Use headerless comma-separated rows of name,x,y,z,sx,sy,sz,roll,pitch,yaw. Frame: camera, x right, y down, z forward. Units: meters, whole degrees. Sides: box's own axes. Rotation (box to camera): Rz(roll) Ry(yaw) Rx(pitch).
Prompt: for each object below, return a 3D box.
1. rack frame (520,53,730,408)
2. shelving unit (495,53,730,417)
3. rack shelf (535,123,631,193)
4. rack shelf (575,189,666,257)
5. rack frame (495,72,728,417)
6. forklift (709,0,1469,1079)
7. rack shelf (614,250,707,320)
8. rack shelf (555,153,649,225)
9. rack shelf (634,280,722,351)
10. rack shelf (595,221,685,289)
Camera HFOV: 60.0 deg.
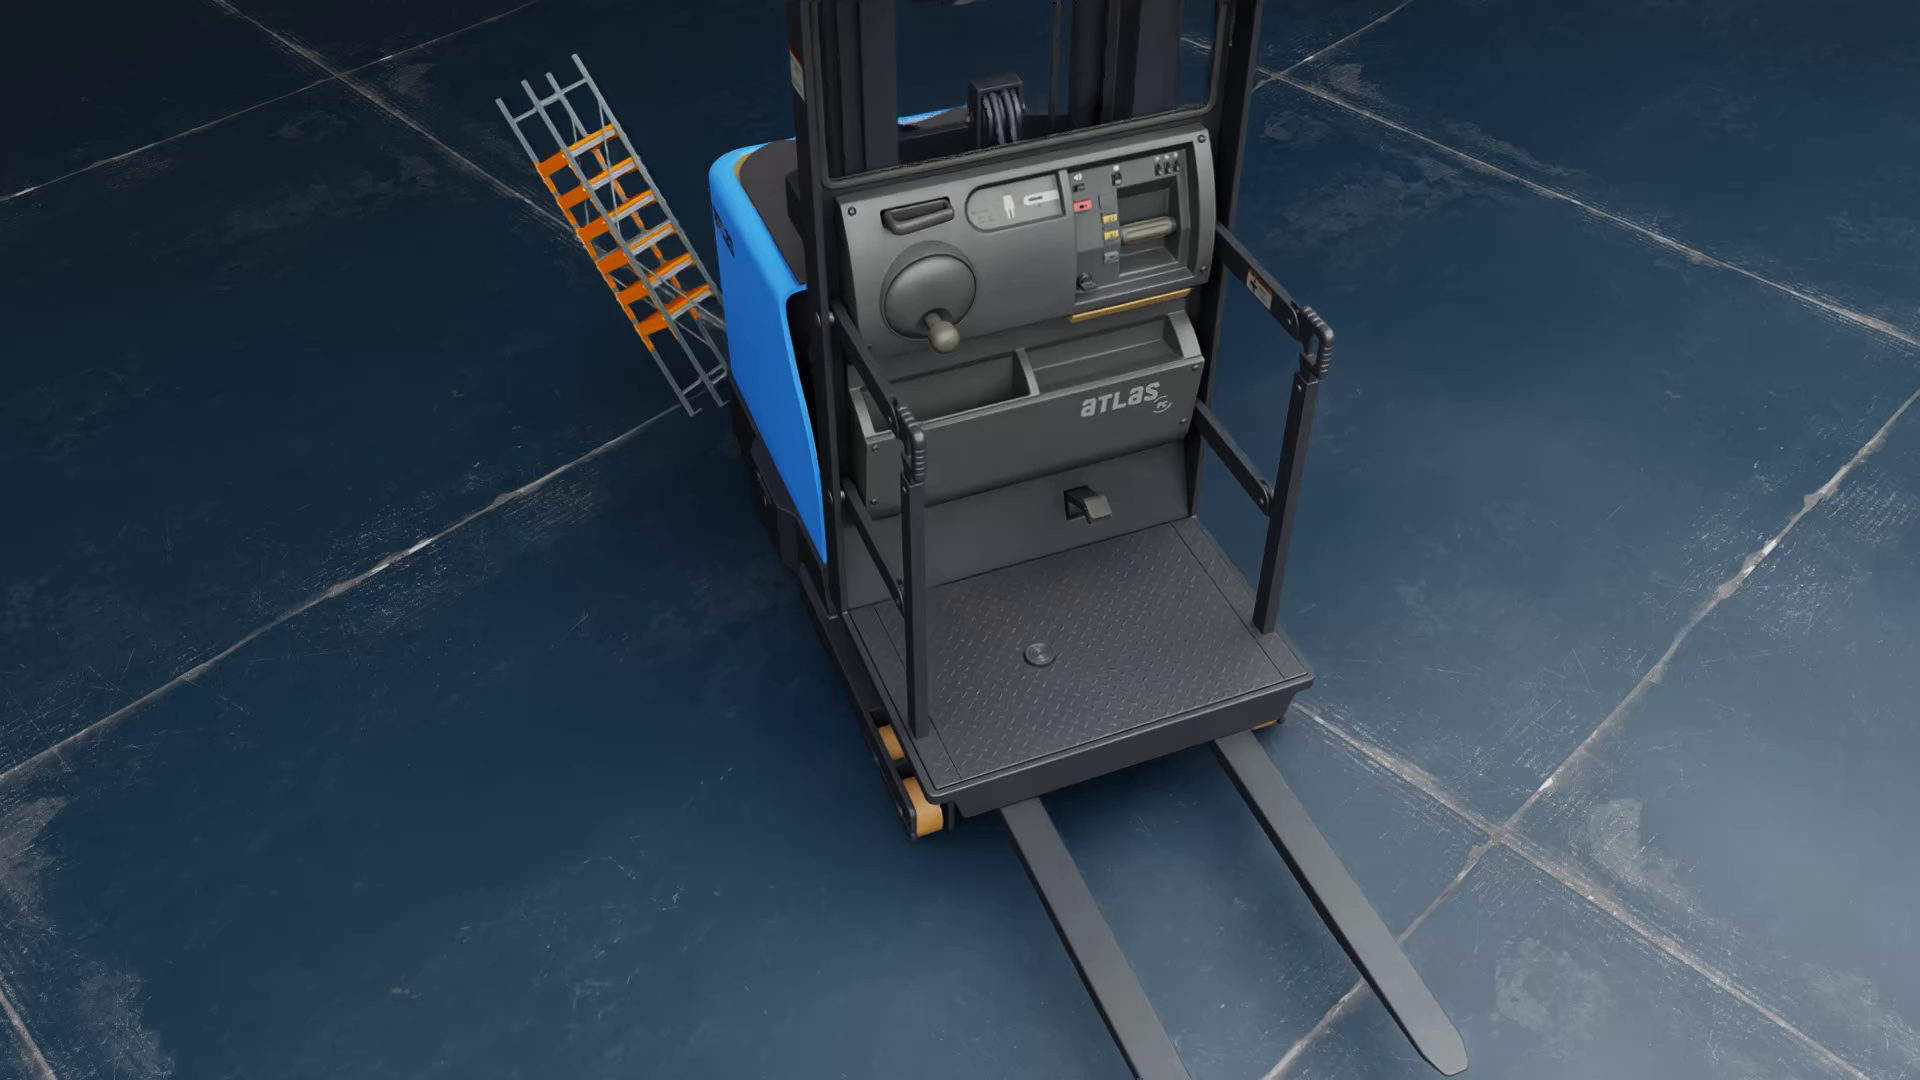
rack frame,-1.020,-1.005,5.460,0.006,1.200,0.240,-10,26,49
shelving unit,-1.079,-0.994,5.529,0.189,1.200,0.258,-10,26,49
rack shelf,-1.231,-1.256,5.438,0.180,0.103,0.258,-10,26,49
rack shelf,-1.116,-1.057,5.507,0.180,0.103,0.258,-10,26,49
rack frame,-1.139,-0.984,5.598,0.006,1.200,0.240,-10,26,49
forklift,0.256,-0.622,3.763,1.130,2.935,3.031,-15,45,-16
rack shelf,-1.001,-0.858,5.577,0.180,0.103,0.258,-10,26,49
rack shelf,-1.173,-1.156,5.472,0.180,0.103,0.258,-10,26,49
rack shelf,-0.943,-0.759,5.612,0.180,0.103,0.258,-10,26,49
rack shelf,-1.058,-0.957,5.542,0.180,0.103,0.258,-10,26,49
